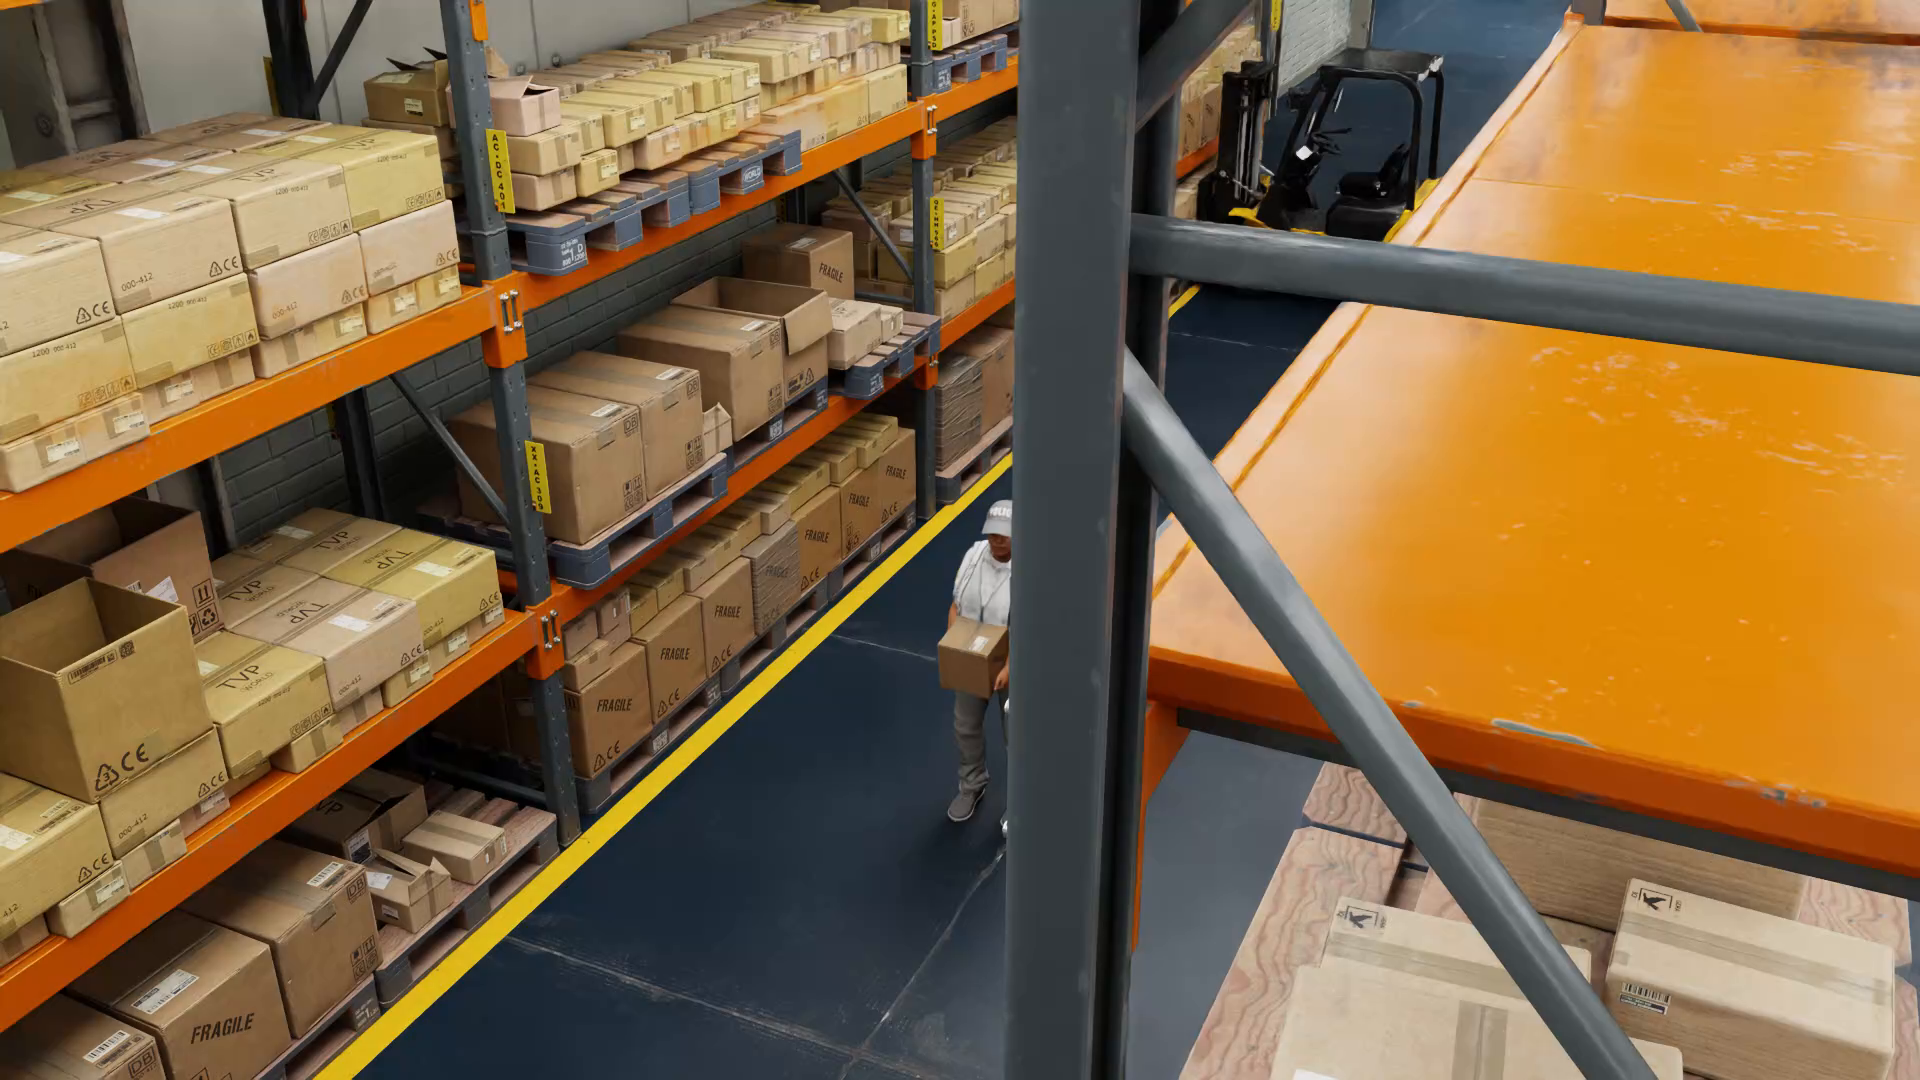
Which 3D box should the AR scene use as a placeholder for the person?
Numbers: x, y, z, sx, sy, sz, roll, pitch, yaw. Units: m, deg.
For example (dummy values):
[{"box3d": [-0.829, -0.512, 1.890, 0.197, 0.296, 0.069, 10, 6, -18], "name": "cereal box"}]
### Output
[{"box3d": [0.156, 0.607, 7.895, 0.455, 1.660, 0.536, 12, 29, 22], "name": "person"}]
